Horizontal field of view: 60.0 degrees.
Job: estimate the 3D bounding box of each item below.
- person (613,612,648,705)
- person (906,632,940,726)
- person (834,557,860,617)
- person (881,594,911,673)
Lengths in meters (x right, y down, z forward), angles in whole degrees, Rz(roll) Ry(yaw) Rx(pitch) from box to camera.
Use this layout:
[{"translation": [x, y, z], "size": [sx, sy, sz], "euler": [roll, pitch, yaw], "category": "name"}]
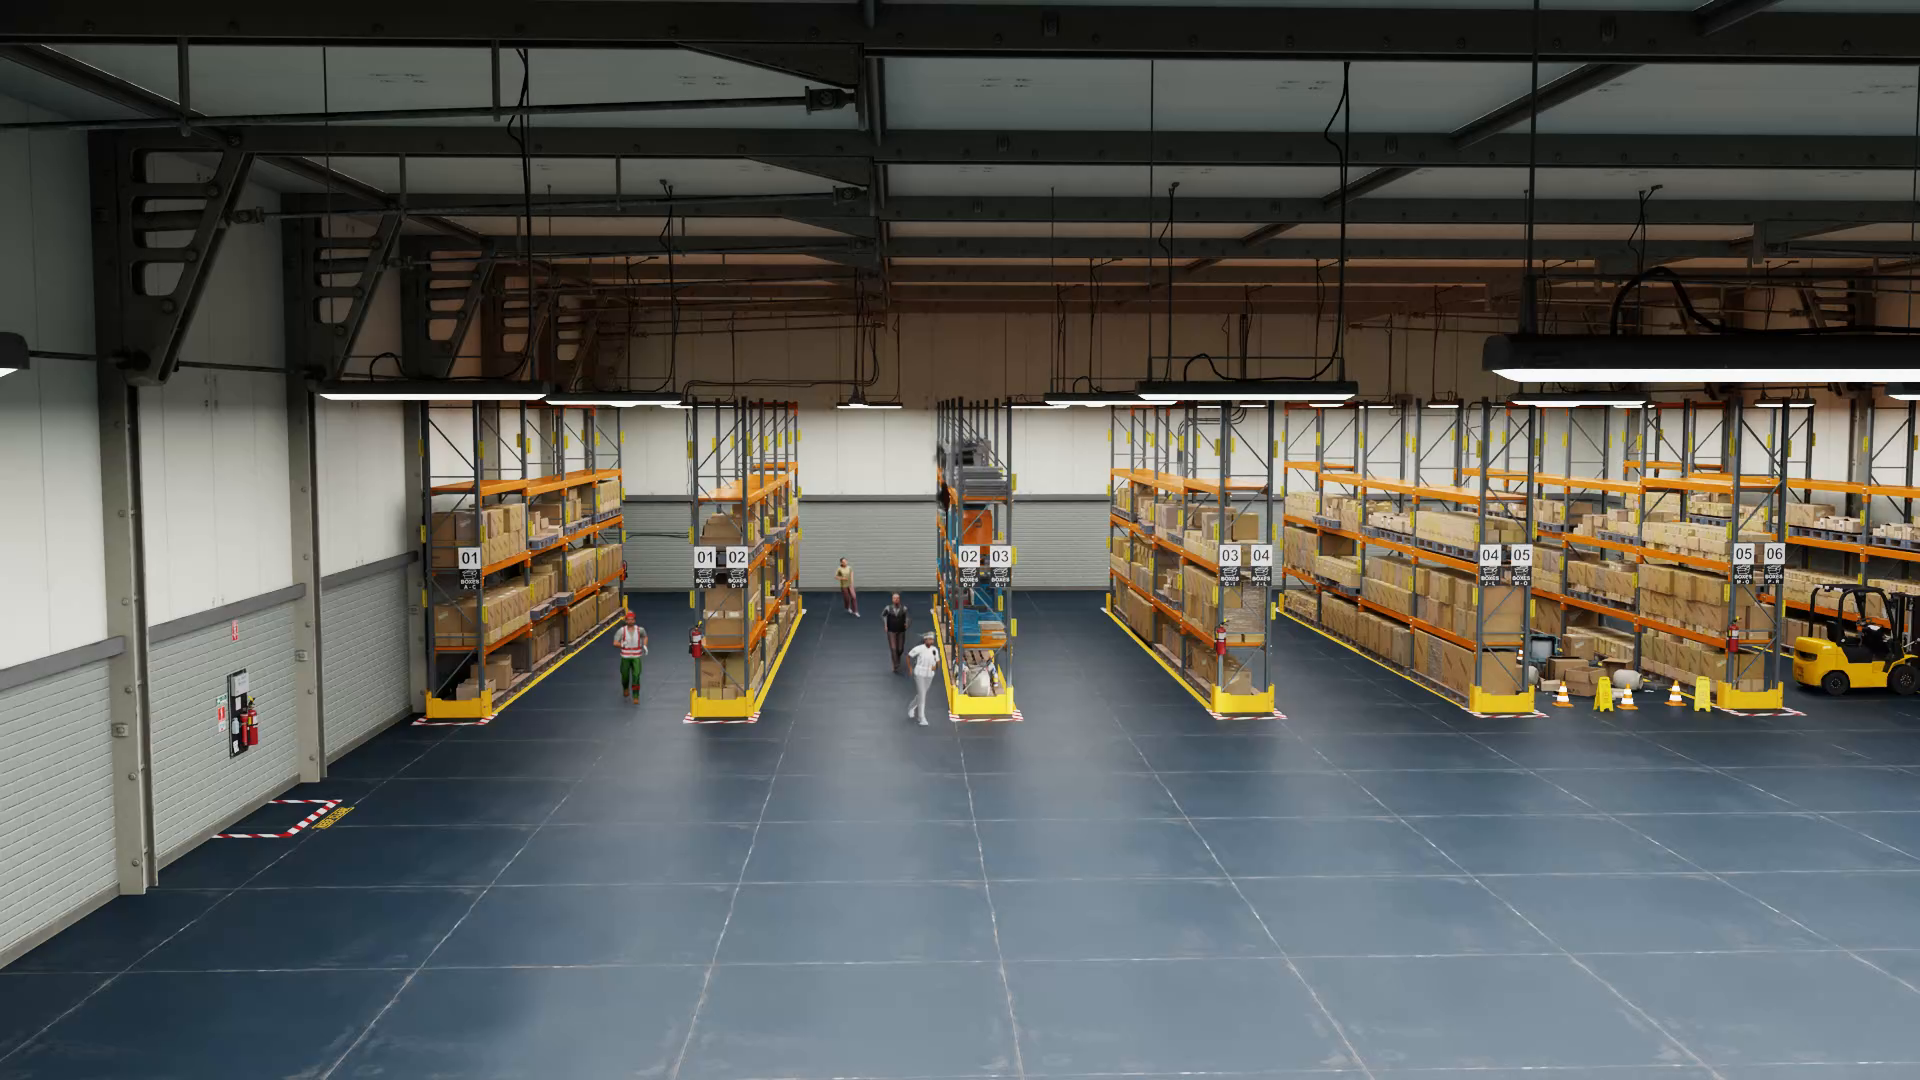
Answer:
[{"translation": [-6.441, 2.294, 32.564], "size": [0.668, 1.765, 0.998], "euler": [-1, 5, -14], "category": "person"}, {"translation": [-0.649, 2.520, 30.706], "size": [0.621, 1.671, 0.874], "euler": [-2, 5, -29], "category": "person"}, {"translation": [-3.225, 1.293, 46.626], "size": [0.628, 1.629, 0.882], "euler": [-2, 5, -19], "category": "person"}, {"translation": [-1.412, 2.048, 36.758], "size": [0.662, 1.715, 0.801], "euler": [-1, 4, -7], "category": "person"}]
